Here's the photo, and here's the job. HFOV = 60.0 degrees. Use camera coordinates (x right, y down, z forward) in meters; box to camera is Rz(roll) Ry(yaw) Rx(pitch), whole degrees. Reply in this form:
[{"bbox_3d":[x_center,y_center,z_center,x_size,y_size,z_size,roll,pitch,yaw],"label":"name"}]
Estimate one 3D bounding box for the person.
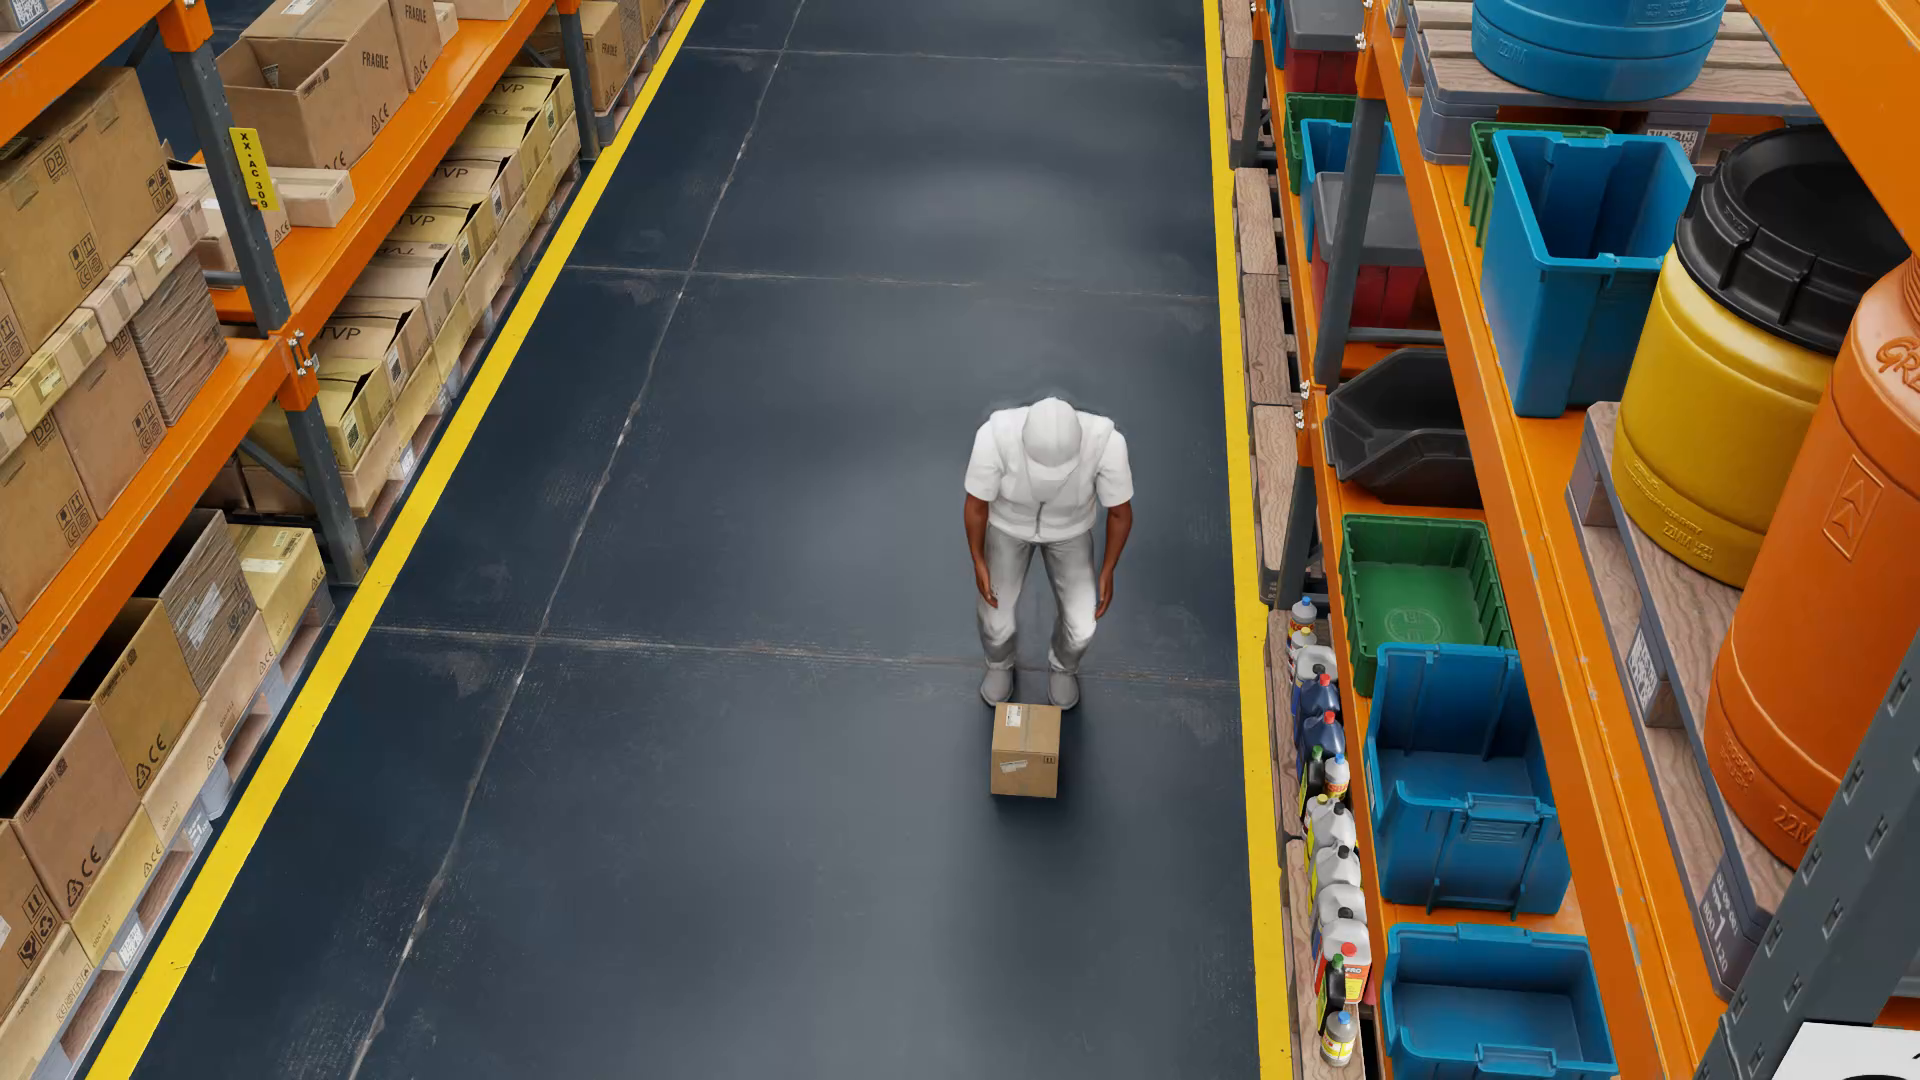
[{"bbox_3d":[0.329,0.015,6.278,0.622,1.565,0.644,4,40,4],"label":"person"}]
